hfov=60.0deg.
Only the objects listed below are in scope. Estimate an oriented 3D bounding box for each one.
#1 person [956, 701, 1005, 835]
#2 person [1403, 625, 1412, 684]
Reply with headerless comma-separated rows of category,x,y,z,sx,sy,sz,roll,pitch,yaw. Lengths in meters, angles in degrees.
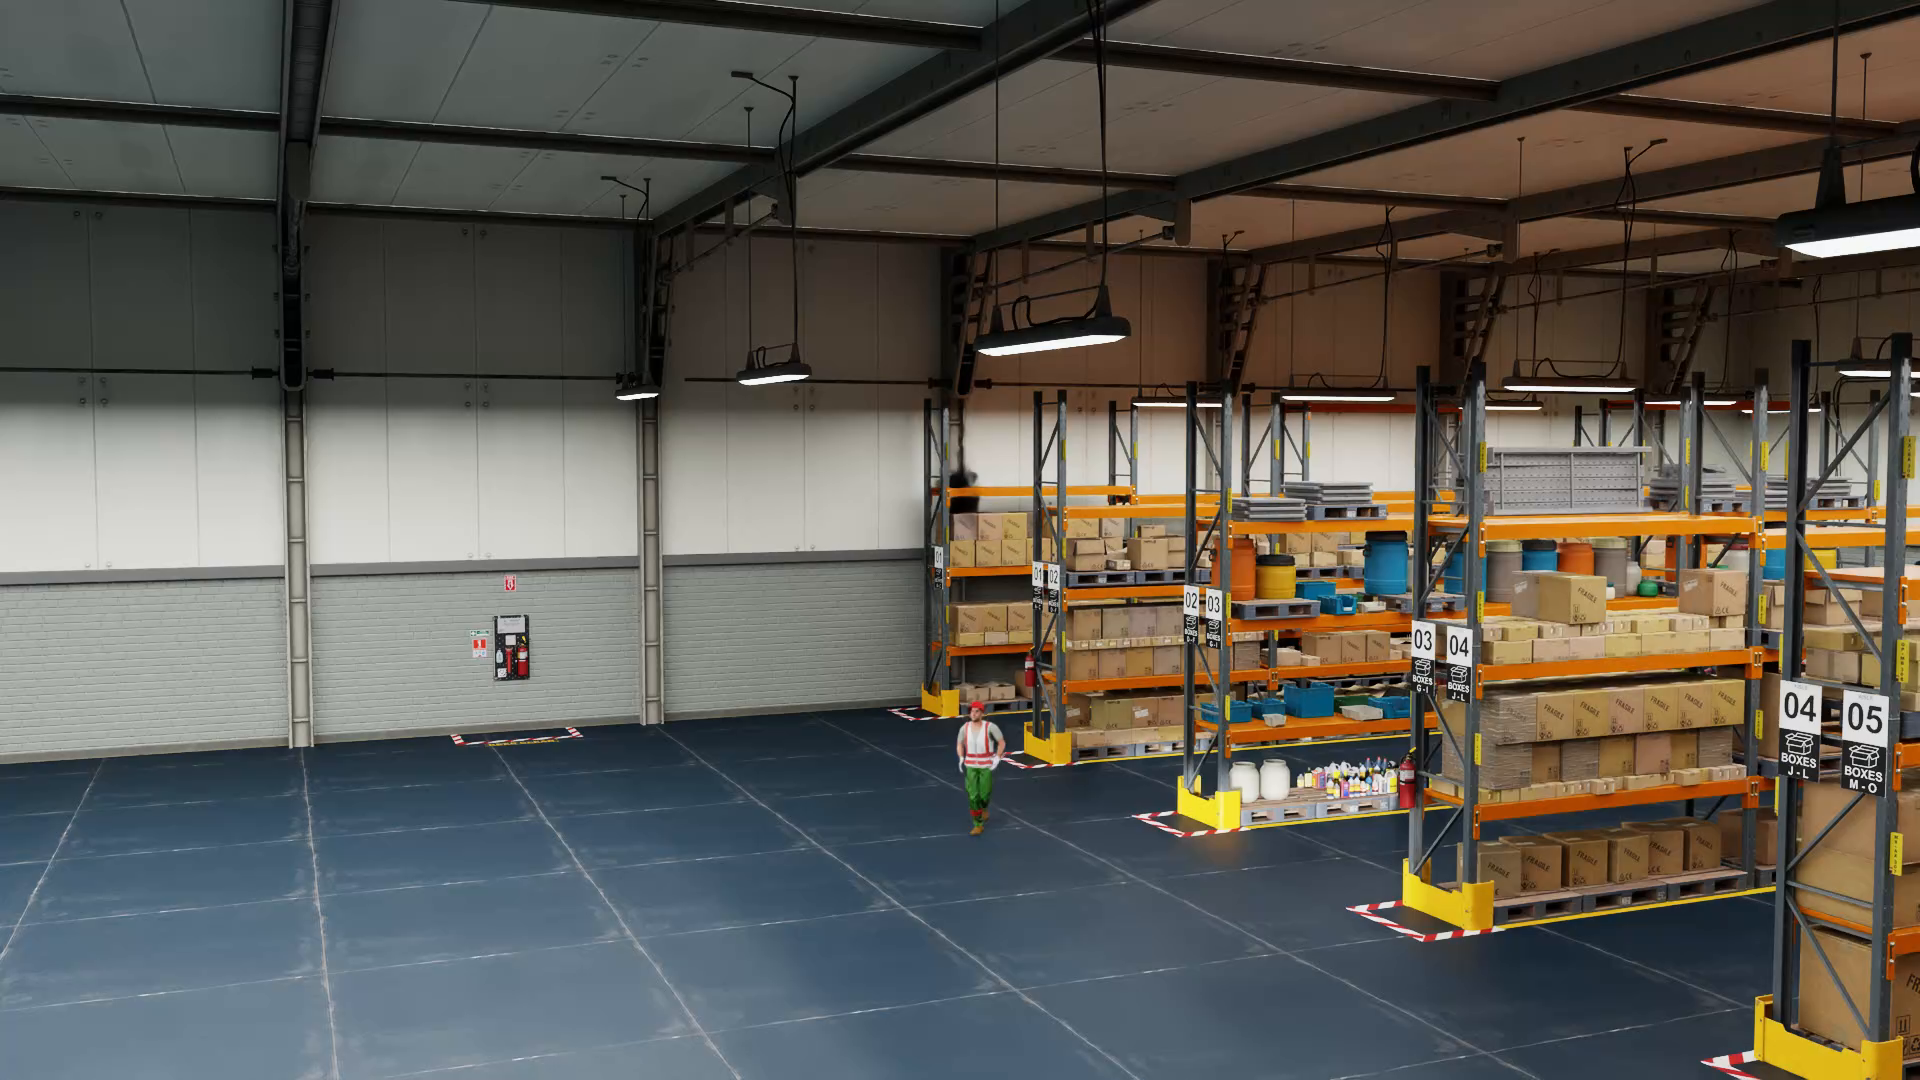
person,0.255,3.001,22.004,0.654,1.748,0.563,1,3,14
person,8.865,2.392,32.388,0.864,1.709,0.600,-2,4,-31
